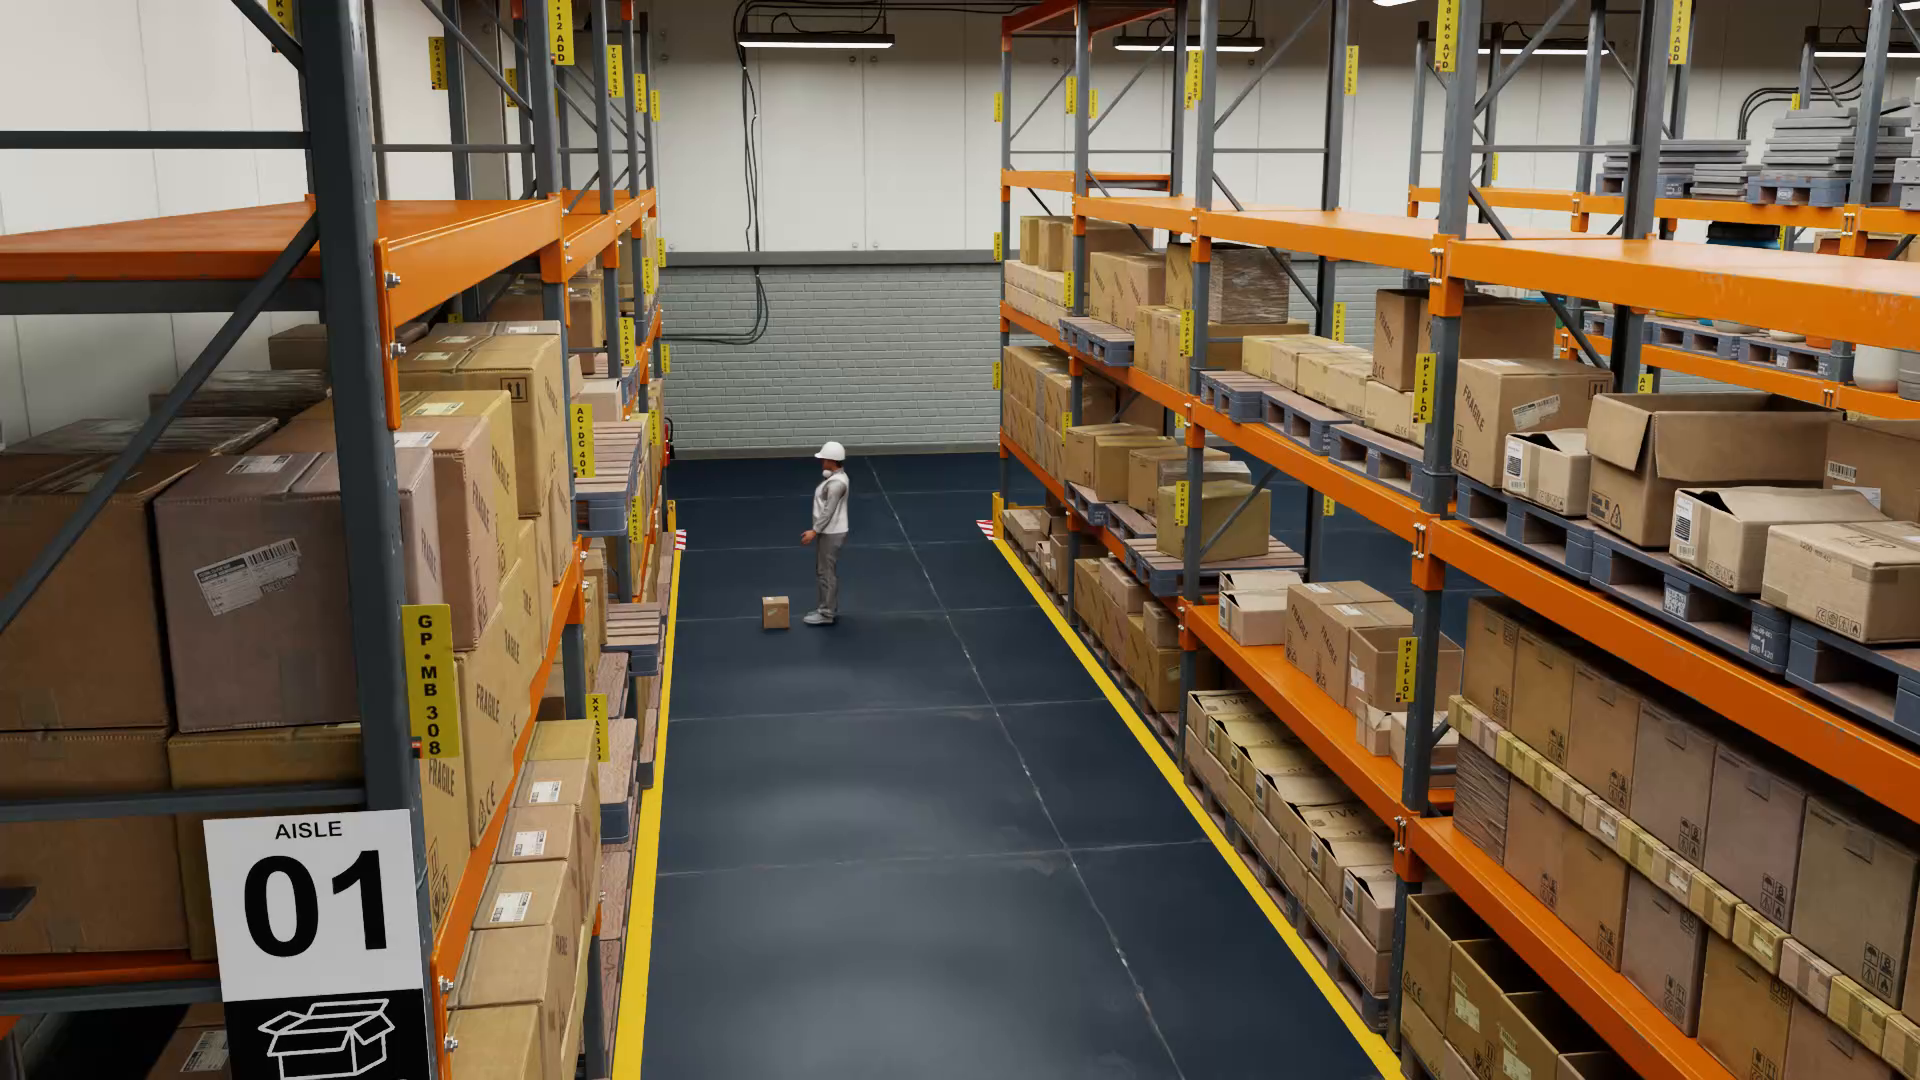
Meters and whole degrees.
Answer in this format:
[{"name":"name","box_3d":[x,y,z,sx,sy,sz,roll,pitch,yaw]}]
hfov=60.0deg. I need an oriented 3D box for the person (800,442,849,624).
[{"name":"person","box_3d":[-1.310,-0.065,16.176,0.476,1.799,0.556,-1,13,-4]}]
